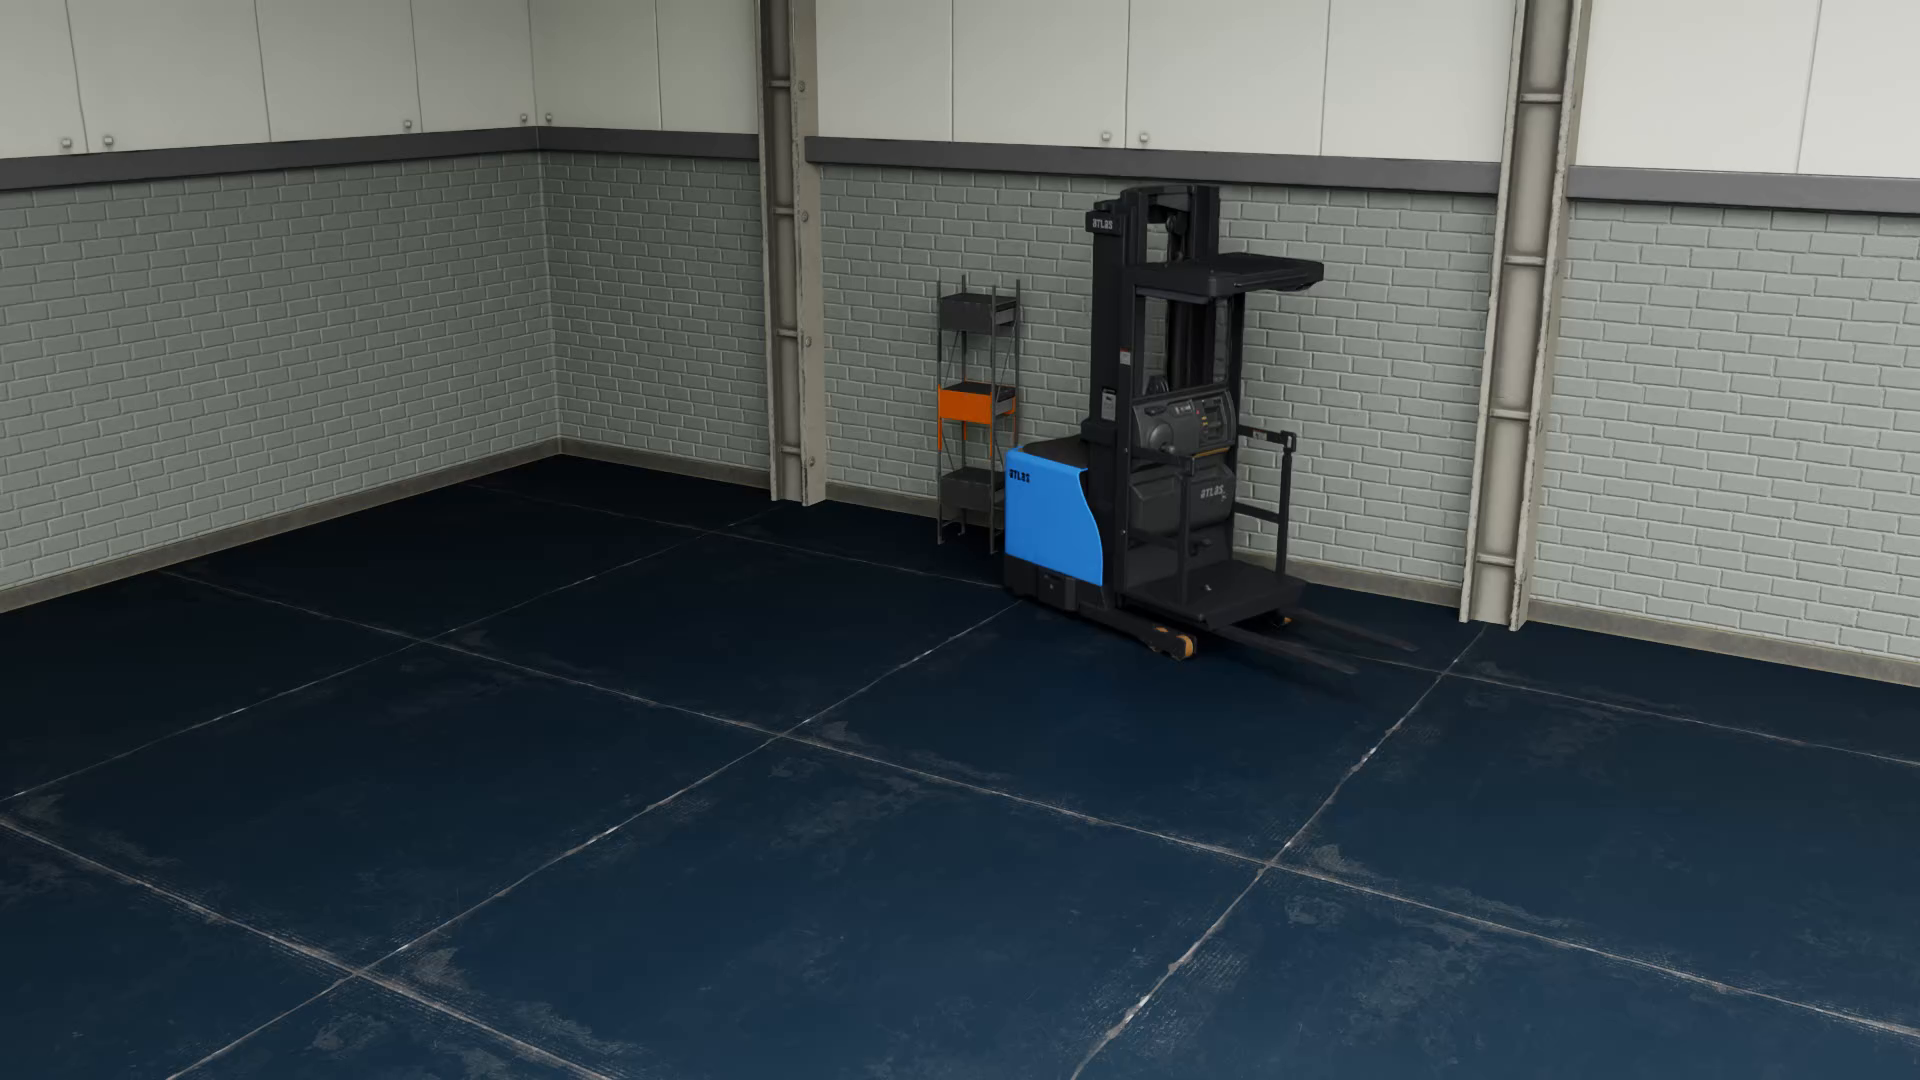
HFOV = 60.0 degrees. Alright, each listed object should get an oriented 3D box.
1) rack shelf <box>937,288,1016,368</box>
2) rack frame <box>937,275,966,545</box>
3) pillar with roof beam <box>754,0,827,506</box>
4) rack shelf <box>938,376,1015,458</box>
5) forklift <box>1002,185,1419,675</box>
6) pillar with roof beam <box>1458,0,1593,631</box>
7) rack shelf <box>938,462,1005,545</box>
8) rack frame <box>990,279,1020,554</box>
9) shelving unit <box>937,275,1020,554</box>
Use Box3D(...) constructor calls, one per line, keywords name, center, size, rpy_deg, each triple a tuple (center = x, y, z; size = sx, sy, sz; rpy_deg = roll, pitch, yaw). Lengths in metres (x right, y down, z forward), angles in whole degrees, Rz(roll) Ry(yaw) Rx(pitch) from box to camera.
Box3D(name="rack shelf", center=(0.141, -1.636, 12.794), size=(0.480, 0.518, 0.431), rpy_deg=(10, 20, 30))
Box3D(name="rack frame", center=(-0.067, -1.017, 13.115), size=(0.015, 2.100, 0.400), rpy_deg=(10, 20, 30))
Box3D(name="pillar with roof beam", center=(-3.661, -3.598, 9.743), size=(0.400, 9.000, 9.100), rpy_deg=(10, 20, 30))
Box3D(name="rack shelf", center=(0.141, -0.966, 12.997), size=(0.480, 0.518, 0.431), rpy_deg=(10, 20, 30))
Box3D(name="forklift", center=(1.638, -0.786, 10.925), size=(1.130, 2.935, 3.031), rpy_deg=(-14, 22, -38))
Box3D(name="pillar with roof beam", center=(1.452, -2.685, 6.738), size=(0.400, 9.000, 9.100), rpy_deg=(10, 20, 30))
Box3D(name="rack shelf", center=(0.141, -0.297, 13.201), size=(0.480, 0.518, 0.431), rpy_deg=(10, 20, 30))
Box3D(name="rack frame", center=(0.349, -0.942, 12.871), size=(0.015, 2.100, 0.400), rpy_deg=(10, 20, 30))
Box3D(name="shelving unit", center=(0.141, -0.979, 12.993), size=(0.503, 2.100, 0.431), rpy_deg=(10, 20, 30))
